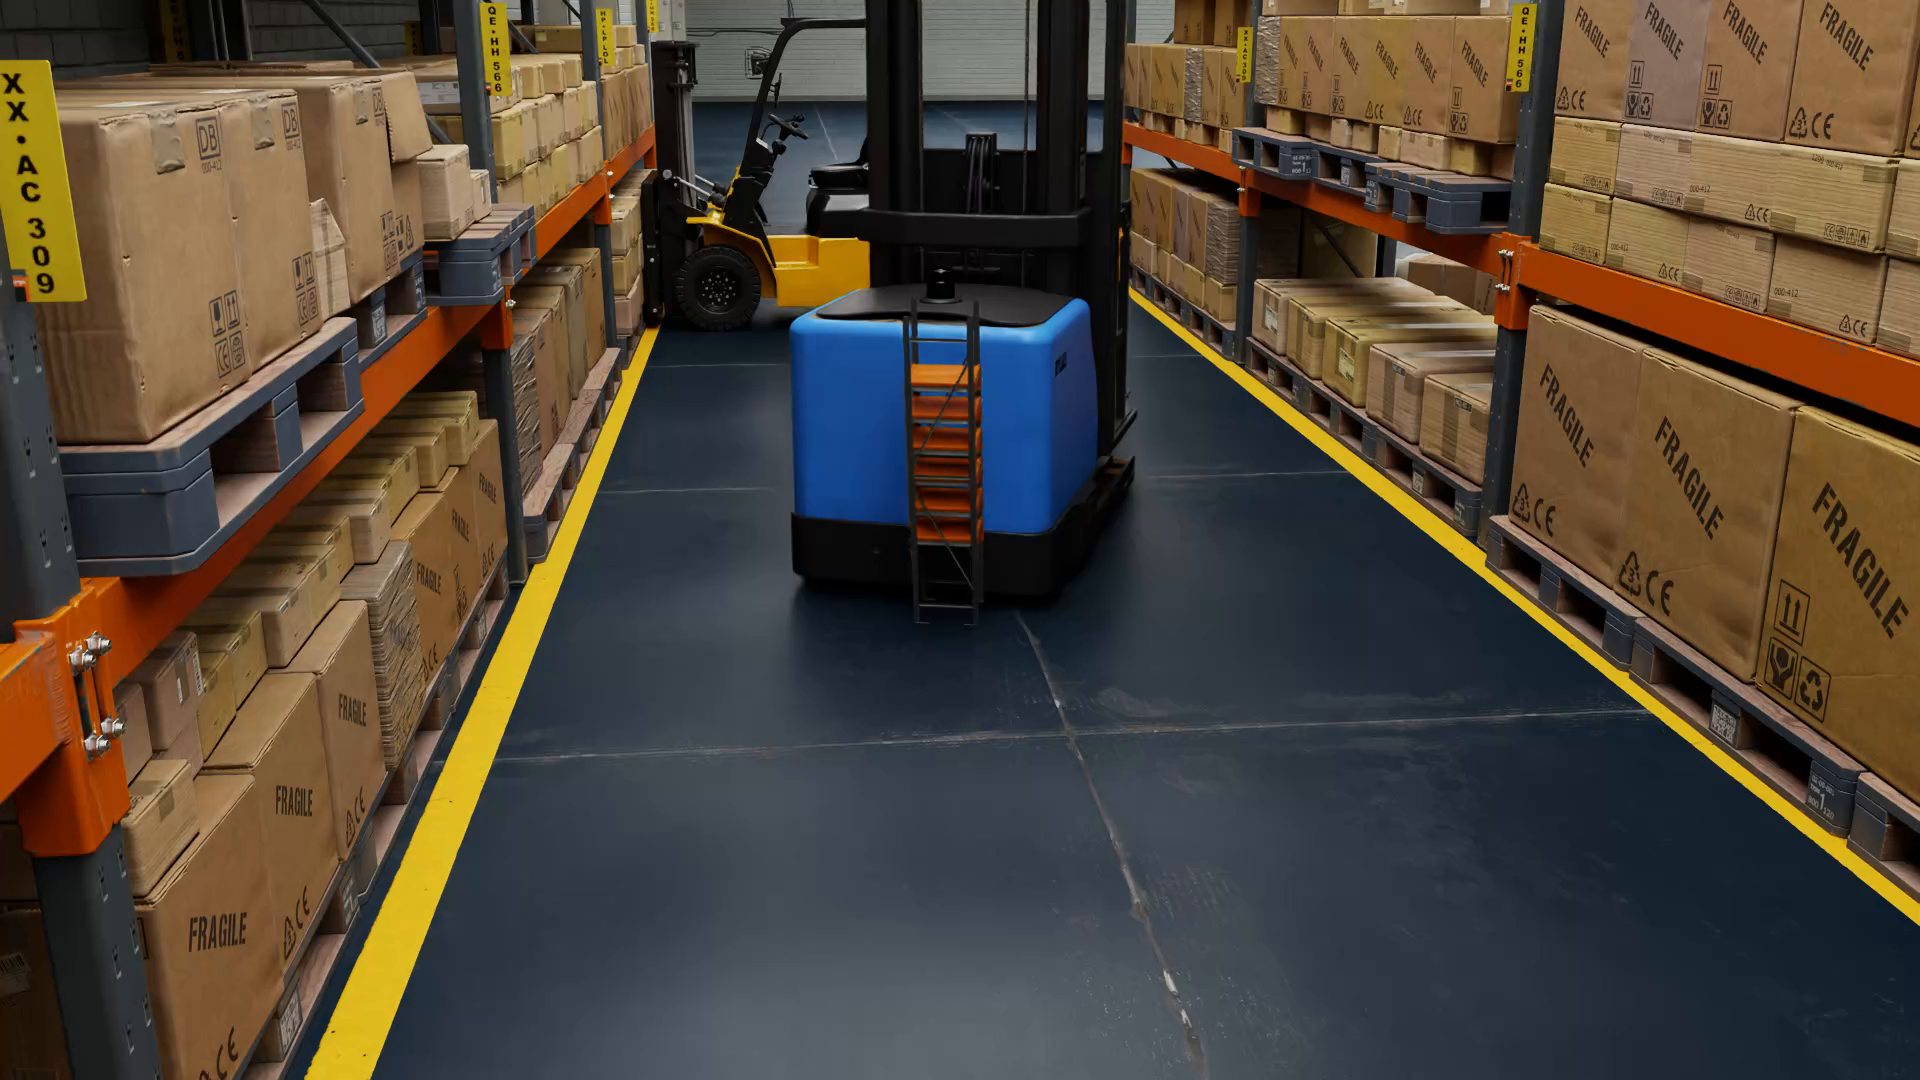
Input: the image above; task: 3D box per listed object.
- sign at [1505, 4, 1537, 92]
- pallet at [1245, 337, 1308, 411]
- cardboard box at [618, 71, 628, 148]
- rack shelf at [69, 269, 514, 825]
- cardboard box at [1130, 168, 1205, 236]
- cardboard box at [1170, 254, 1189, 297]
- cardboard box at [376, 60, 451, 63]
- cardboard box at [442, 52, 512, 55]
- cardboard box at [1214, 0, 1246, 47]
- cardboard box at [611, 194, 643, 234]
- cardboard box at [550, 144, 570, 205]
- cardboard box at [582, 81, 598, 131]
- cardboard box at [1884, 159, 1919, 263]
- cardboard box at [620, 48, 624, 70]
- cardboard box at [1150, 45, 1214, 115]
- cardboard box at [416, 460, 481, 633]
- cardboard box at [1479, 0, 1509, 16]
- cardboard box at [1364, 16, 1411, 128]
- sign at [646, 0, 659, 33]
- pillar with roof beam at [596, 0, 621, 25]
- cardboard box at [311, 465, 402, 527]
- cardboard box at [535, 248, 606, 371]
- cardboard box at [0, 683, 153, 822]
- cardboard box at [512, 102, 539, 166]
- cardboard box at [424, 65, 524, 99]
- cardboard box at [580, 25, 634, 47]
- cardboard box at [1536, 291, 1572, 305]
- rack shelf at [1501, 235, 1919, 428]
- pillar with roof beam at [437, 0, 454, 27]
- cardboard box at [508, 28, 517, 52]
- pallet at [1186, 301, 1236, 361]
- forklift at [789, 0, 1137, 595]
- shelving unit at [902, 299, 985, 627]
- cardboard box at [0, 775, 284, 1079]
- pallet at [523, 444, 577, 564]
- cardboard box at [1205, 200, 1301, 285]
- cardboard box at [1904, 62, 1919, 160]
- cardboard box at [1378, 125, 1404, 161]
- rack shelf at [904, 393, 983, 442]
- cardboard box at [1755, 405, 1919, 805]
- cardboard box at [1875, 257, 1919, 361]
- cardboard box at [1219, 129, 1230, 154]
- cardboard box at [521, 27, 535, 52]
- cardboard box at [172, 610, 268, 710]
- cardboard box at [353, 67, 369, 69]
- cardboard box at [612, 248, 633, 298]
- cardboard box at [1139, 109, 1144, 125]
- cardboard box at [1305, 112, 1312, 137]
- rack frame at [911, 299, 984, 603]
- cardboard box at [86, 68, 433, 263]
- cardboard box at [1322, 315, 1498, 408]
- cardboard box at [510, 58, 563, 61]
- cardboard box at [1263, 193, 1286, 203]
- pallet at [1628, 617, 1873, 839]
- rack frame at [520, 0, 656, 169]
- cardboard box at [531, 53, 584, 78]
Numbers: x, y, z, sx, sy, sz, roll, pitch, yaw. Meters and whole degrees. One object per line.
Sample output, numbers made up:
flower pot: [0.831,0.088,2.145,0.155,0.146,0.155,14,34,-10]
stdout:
sign: [2.169,-1.899,6.418,0.100,0.325,0.005,-2,18,-6]
pallet: [2.377,-1.033,10.116,1.003,0.211,1.213,-2,18,-6]
cardboard box: [-2.551,-2.935,11.350,0.500,0.500,0.500,-2,18,-6]
rack shelf: [-2.023,-0.310,4.359,1.077,0.370,4.000,-2,18,-6]
cardboard box: [1.694,-2.778,13.655,0.500,0.500,0.500,-2,18,-7]
cardboard box: [1.854,-1.962,12.308,0.500,0.250,0.500,-2,17,-5]
cardboard box: [-2.740,-2.306,8.264,0.380,0.149,0.250,-2,18,-6]
cardboard box: [-2.930,-2.886,10.113,0.380,0.149,0.250,-2,18,-6]
cardboard box: [2.265,-3.856,12.119,0.700,0.500,0.500,-2,18,-6]
cardboard box: [-2.485,-2.261,11.592,0.500,0.250,0.500,-1,17,-4]
cardboard box: [-2.191,-1.776,8.075,0.500,0.250,0.500,-1,17,-4]
cardboard box: [-2.337,-2.470,9.452,0.500,0.250,0.500,-2,18,-7]
cardboard box: [2.714,-0.806,4.152,0.500,0.250,0.500,-1,17,-4]
cardboard box: [-2.553,-3.363,11.631,0.380,0.149,0.250,-2,18,-7]
cardboard box: [1.766,-3.521,12.722,0.500,0.500,0.500,-2,18,-7]
cardboard box: [-1.931,0.011,5.605,0.500,0.500,0.500,-2,18,-6]
cardboard box: [2.703,-2.879,8.891,0.380,0.149,0.250,-3,18,-8]
cardboard box: [2.267,-2.225,7.891,0.500,0.500,0.500,-3,18,-9]
sign: [-2.513,-4.311,13.573,0.100,0.325,0.005,-2,18,-6]
pillar with roof beam: [-0.835,-9.968,23.905,9.100,9.000,0.400,-2,18,-6]
cardboard box: [-1.876,-0.113,4.918,0.380,0.149,0.250,-2,18,-6]
cardboard box: [-2.577,-1.354,9.744,0.875,0.625,0.625,-1,17,-3]
cardboard box: [-1.649,0.370,2.884,0.380,0.149,0.250,-2,18,-7]
cardboard box: [-2.082,-1.705,7.017,0.500,0.250,0.500,-1,17,-4]
cardboard box: [-2.145,-2.018,7.346,0.380,0.149,0.250,-2,17,-5]
cardboard box: [-2.576,-3.655,12.064,0.380,0.149,0.250,-1,17,-5]
cardboard box: [4.062,-1.828,10.902,0.500,0.500,0.500,-2,18,-6]
rack shelf: [2.914,-0.465,4.851,1.077,0.370,4.000,-2,18,-6]
pillar with roof beam: [0.403,-6.393,12.517,9.100,9.000,0.400,-2,18,-6]
cardboard box: [-2.960,-3.102,10.304,0.380,0.149,0.250,-2,18,-7]
pallet: [2.191,-1.464,11.489,1.003,0.211,1.213,-2,18,-6]
forklift: [0.209,-1.591,7.352,1.130,2.935,3.031,4,18,14]
shelving unit: [-0.052,-0.260,5.976,0.258,1.200,0.189,2,27,7]
cardboard box: [-1.643,0.783,3.146,0.500,0.500,0.500,-1,17,-3]
pallet: [-2.275,-0.166,7.352,1.003,0.211,1.213,-2,18,-6]
cardboard box: [1.967,-2.010,11.209,0.500,0.500,0.500,-2,18,-6]
cardboard box: [2.731,-1.168,4.053,0.500,0.500,0.500,-1,17,-4]
cardboard box: [2.209,-1.883,7.886,0.380,0.149,0.250,-1,17,-5]
rack shelf: [-0.056,-0.434,5.887,0.258,0.103,0.180,2,27,7]
cardboard box: [2.876,0.150,4.538,0.875,0.875,0.875,-1,17,-4]
cardboard box: [2.739,-0.569,4.233,0.500,0.250,0.500,-2,18,-7]
cardboard box: [1.926,-2.636,10.986,0.380,0.149,0.250,-1,17,-4]
cardboard box: [-2.514,-3.119,10.358,0.380,0.149,0.250,-2,17,-5]
cardboard box: [-1.774,0.272,3.691,0.380,0.149,0.250,-2,18,-7]
cardboard box: [-2.663,-1.922,7.041,0.380,0.149,0.250,-2,18,-7]
cardboard box: [-2.385,-1.722,10.709,0.500,0.250,0.500,-2,18,-6]
cardboard box: [1.712,-3.560,13.928,0.380,0.149,0.250,-2,18,-5]
cardboard box: [2.160,-2.345,9.357,0.380,0.149,0.250,-1,17,-2]
rack frame: [-0.040,-0.302,6.056,0.240,1.200,0.006,2,27,7]
cardboard box: [-1.877,-1.019,4.540,0.797,0.503,0.637,-2,18,-7]
cardboard box: [2.503,-0.965,8.929,0.950,0.372,0.625,-1,17,-4]
cardboard box: [-2.245,-2.398,8.559,0.380,0.149,0.250,-2,18,-7]
cardboard box: [2.436,-2.185,11.767,0.500,0.500,0.500,-1,17,-3]
pallet: [2.837,0.526,5.148,1.003,0.211,1.213,-2,18,-6]
rack frame: [-3.054,-3.633,13.741,1.000,3.000,0.127,-2,18,-6]
cardboard box: [-2.413,-2.902,10.162,0.380,0.149,0.250,-2,18,-7]
